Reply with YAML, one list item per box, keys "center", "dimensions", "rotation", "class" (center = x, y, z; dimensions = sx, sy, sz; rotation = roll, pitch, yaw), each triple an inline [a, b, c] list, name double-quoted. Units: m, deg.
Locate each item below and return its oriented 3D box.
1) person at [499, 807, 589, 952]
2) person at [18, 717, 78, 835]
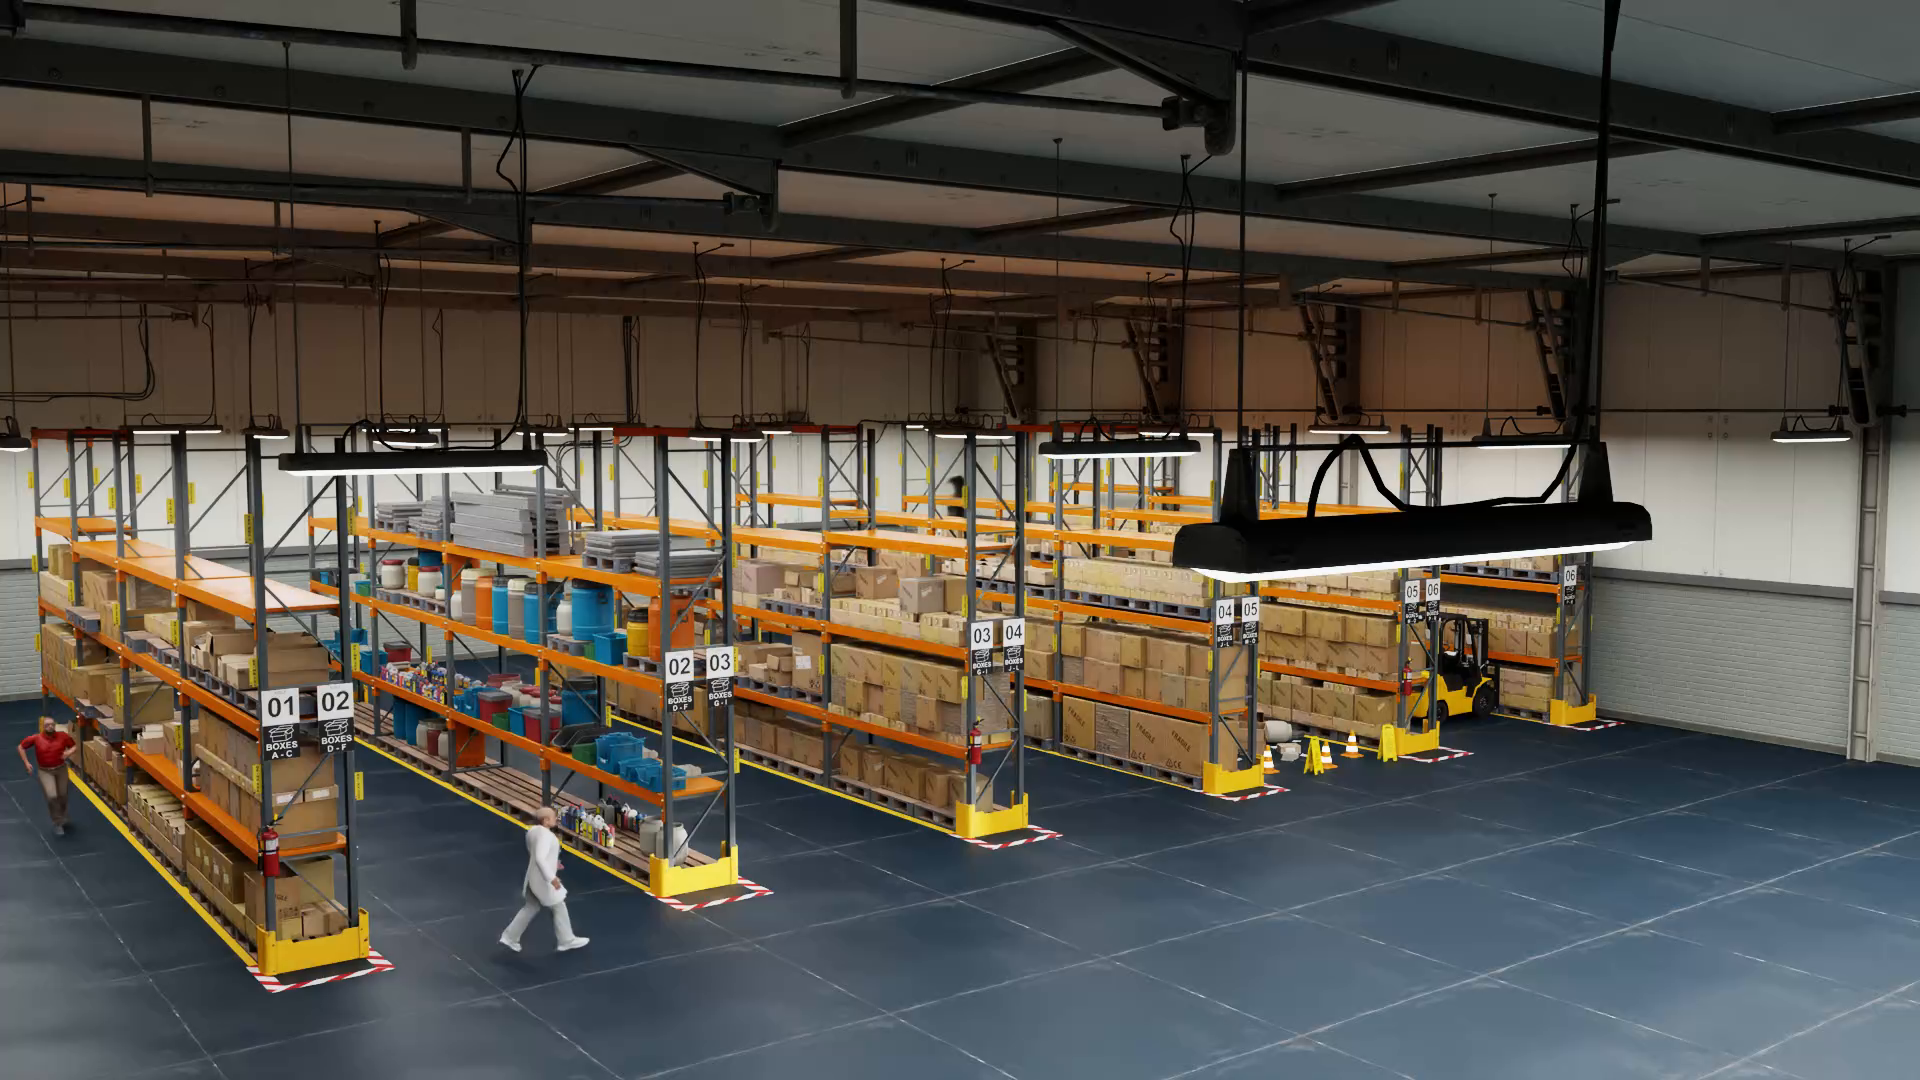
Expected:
- center: [-4.744, 3.927, 19.138]
  dimensions: [1.003, 1.762, 0.833]
  rotation: [-3, 5, -33]
  class: "person"
- center: [-13.646, 3.536, 24.941]
  dimensions: [0.762, 1.799, 0.730]
  rotation: [-4, 6, -42]
  class: "person"
